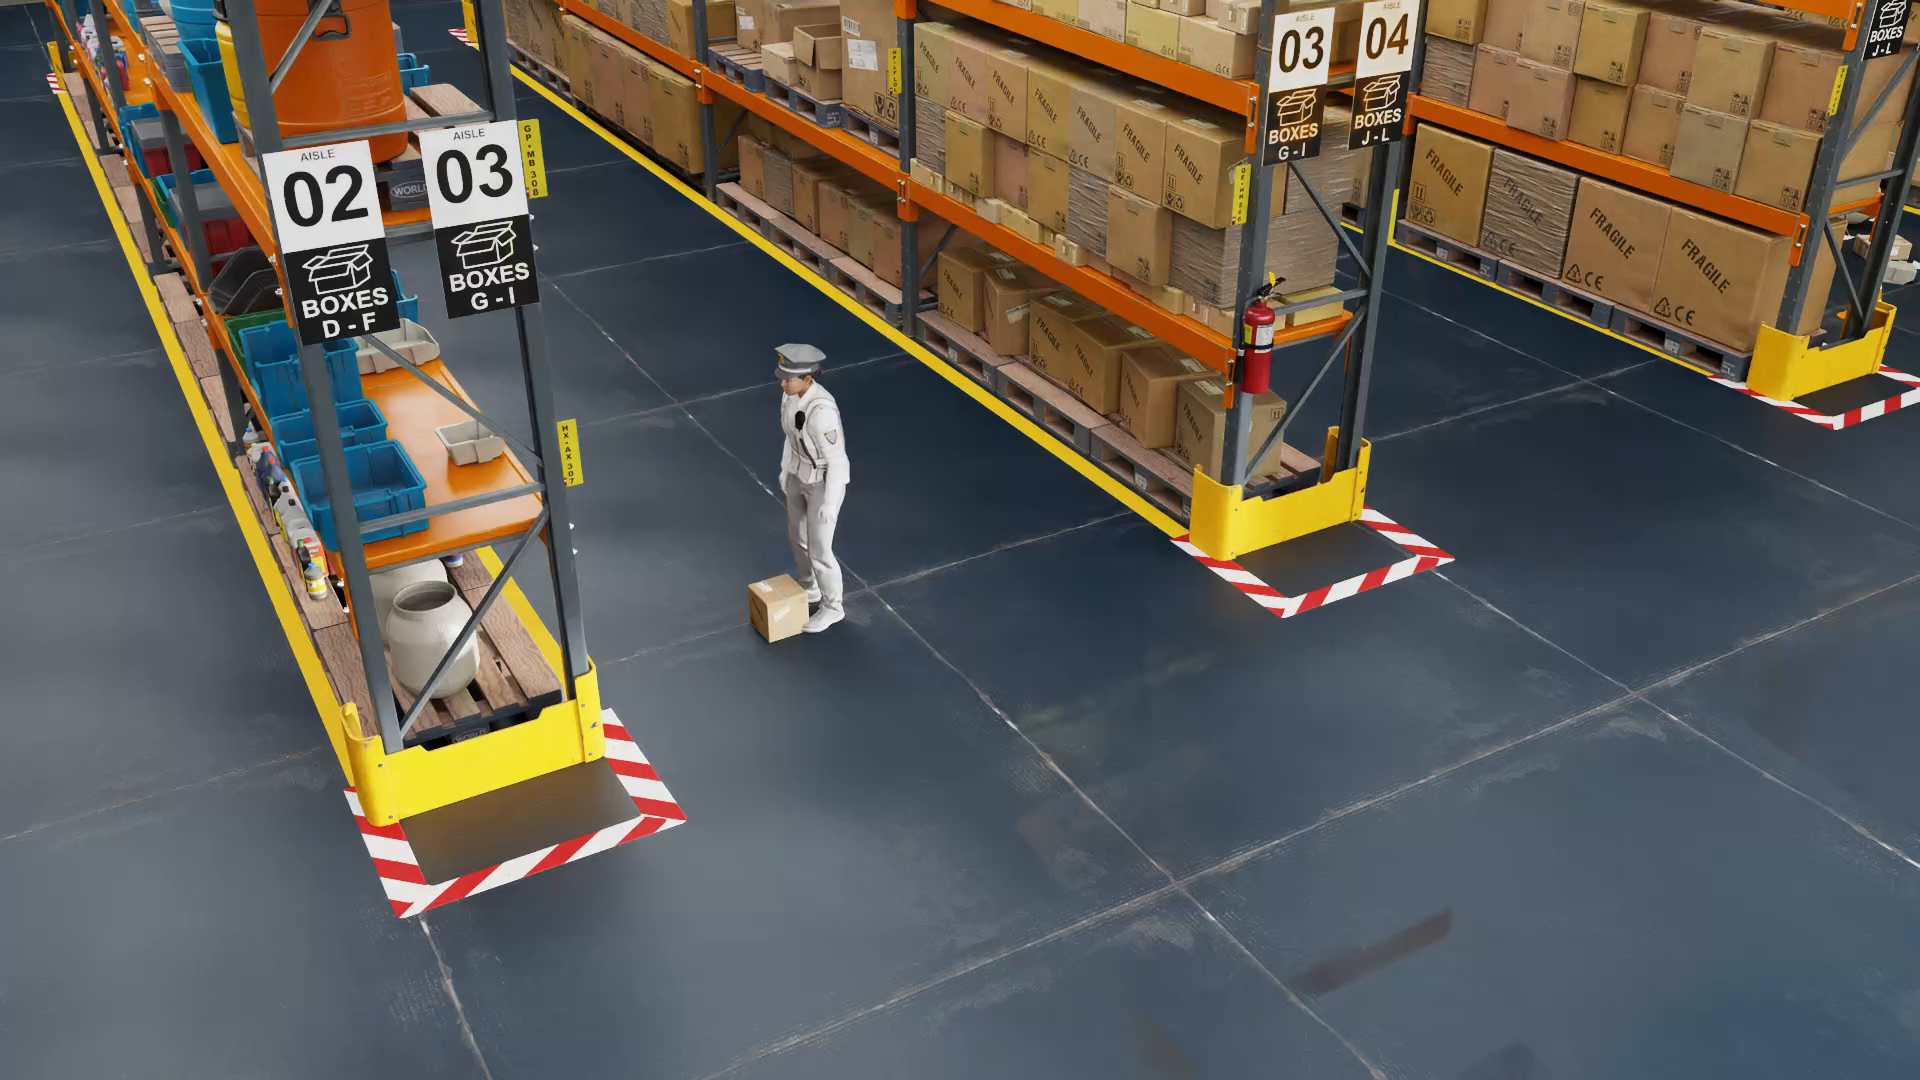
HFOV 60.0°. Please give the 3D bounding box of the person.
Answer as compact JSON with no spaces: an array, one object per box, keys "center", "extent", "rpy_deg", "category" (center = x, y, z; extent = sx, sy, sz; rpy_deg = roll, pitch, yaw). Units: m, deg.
[{"center":[-0.809,-0.297,9.080],"extent":[0.371,1.666,0.547],"rpy_deg":[-18,34,-29],"category":"person"}]
